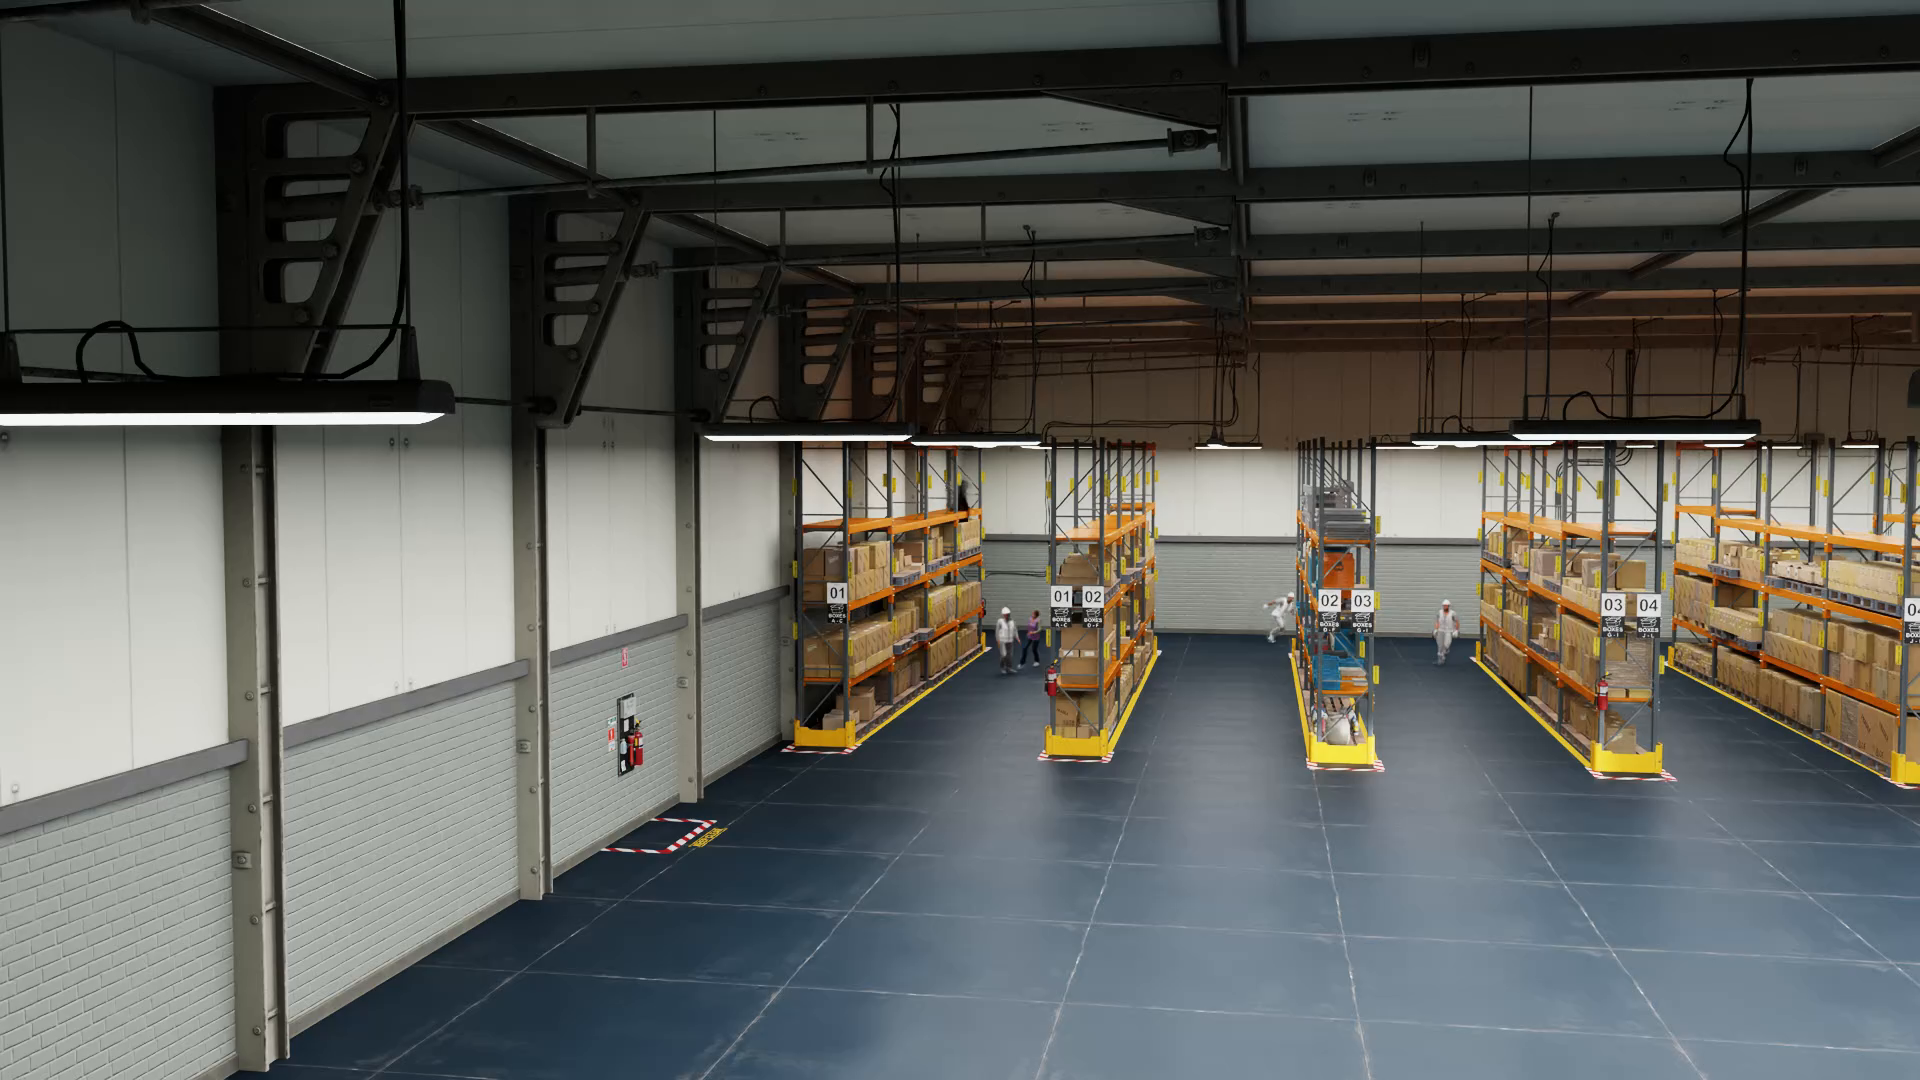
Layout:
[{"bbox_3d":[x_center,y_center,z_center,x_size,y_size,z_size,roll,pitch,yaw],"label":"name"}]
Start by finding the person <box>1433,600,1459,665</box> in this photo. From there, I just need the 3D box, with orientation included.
[{"bbox_3d":[12.926,2.463,44.243,0.614,1.745,0.578,2,4,33],"label":"person"}]

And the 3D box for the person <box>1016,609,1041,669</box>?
[{"bbox_3d":[1.924,2.601,43.777,0.591,1.572,0.802,2,4,32],"label":"person"}]

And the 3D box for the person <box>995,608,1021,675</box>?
[{"bbox_3d":[1.196,2.596,42.798,0.629,1.747,0.622,-2,3,-27],"label":"person"}]

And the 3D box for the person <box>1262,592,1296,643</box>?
[{"bbox_3d":[9.622,2.311,49.684,0.687,1.536,1.046,-3,4,-45],"label":"person"}]
